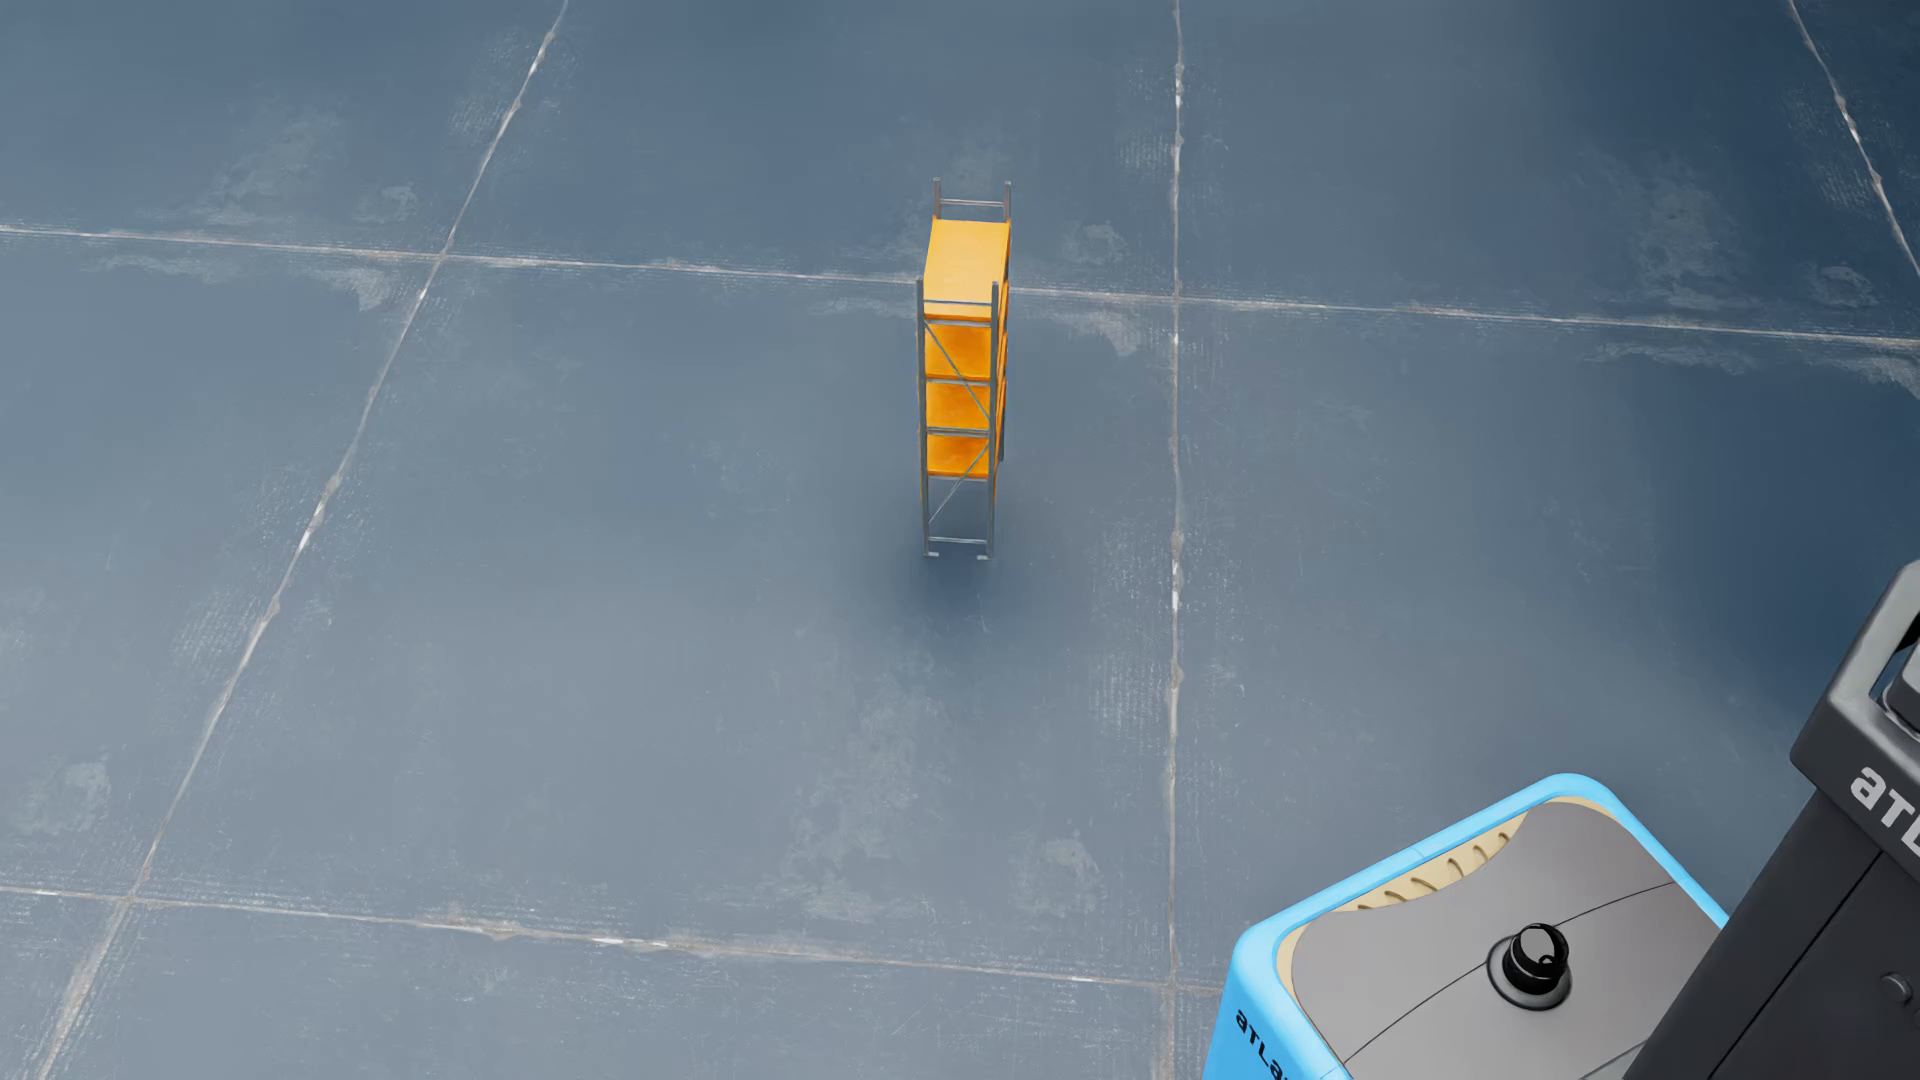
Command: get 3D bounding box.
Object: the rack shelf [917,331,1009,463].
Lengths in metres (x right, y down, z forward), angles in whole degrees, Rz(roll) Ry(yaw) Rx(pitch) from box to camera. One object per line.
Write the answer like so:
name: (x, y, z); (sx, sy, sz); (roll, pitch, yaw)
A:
rack shelf: (0.015, -0.481, 5.468); (0.258, 0.148, 0.480); (4, 48, 4)

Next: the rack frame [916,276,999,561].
rack frame: (-0.007, -0.347, 5.255); (0.240, 1.200, 0.015); (4, 48, 4)

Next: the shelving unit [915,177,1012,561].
shelving unit: (0.015, -0.527, 5.419); (0.258, 1.200, 0.503); (4, 48, 4)

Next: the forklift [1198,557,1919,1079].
forklift: (1.696, 1.379, 2.502); (1.130, 2.935, 3.031); (-21, 51, -18)

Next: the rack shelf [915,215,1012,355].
rack shelf: (0.015, -0.792, 5.129); (0.258, 0.148, 0.480); (4, 48, 4)

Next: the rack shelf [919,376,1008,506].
rack shelf: (0.015, -0.347, 5.615); (0.258, 0.148, 0.480); (4, 48, 4)

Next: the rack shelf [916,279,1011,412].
rack shelf: (0.015, -0.632, 5.303); (0.258, 0.148, 0.480); (4, 48, 4)

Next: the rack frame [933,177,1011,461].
rack frame: (0.037, -0.706, 5.583); (0.240, 1.200, 0.015); (4, 48, 4)
